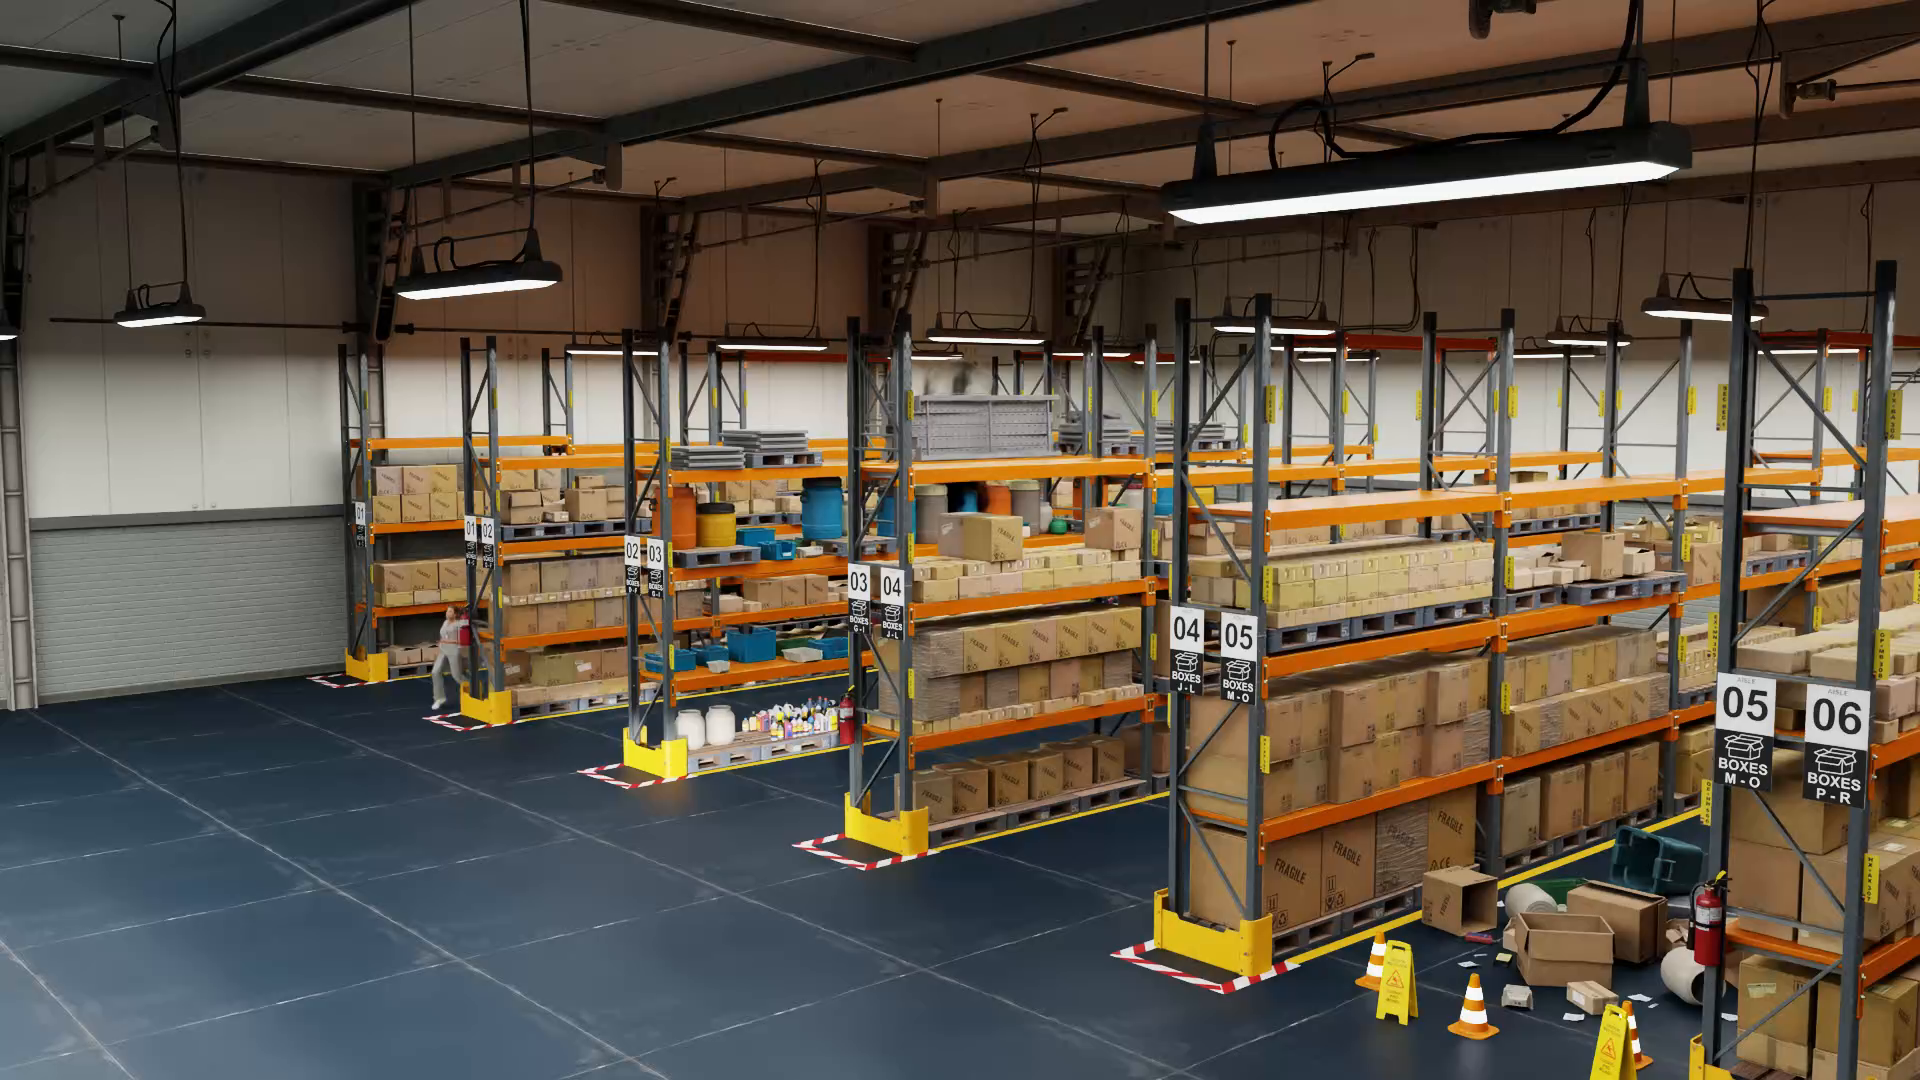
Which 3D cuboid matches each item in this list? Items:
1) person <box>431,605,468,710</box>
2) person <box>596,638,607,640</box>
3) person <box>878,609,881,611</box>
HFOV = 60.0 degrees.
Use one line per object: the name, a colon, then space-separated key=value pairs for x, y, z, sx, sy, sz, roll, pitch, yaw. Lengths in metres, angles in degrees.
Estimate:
person: x=-8.355 y=1.904 z=27.289 sx=0.570 sy=1.702 sz=0.825 roll=2 pitch=6 yaw=26
person: x=-6.317 y=1.679 z=29.589 sx=0.592 sy=1.681 sz=0.967 roll=4 pitch=6 yaw=36
person: x=-1.493 y=1.232 z=34.052 sx=0.972 sy=1.774 sz=0.700 roll=-4 pitch=6 yaw=-36
